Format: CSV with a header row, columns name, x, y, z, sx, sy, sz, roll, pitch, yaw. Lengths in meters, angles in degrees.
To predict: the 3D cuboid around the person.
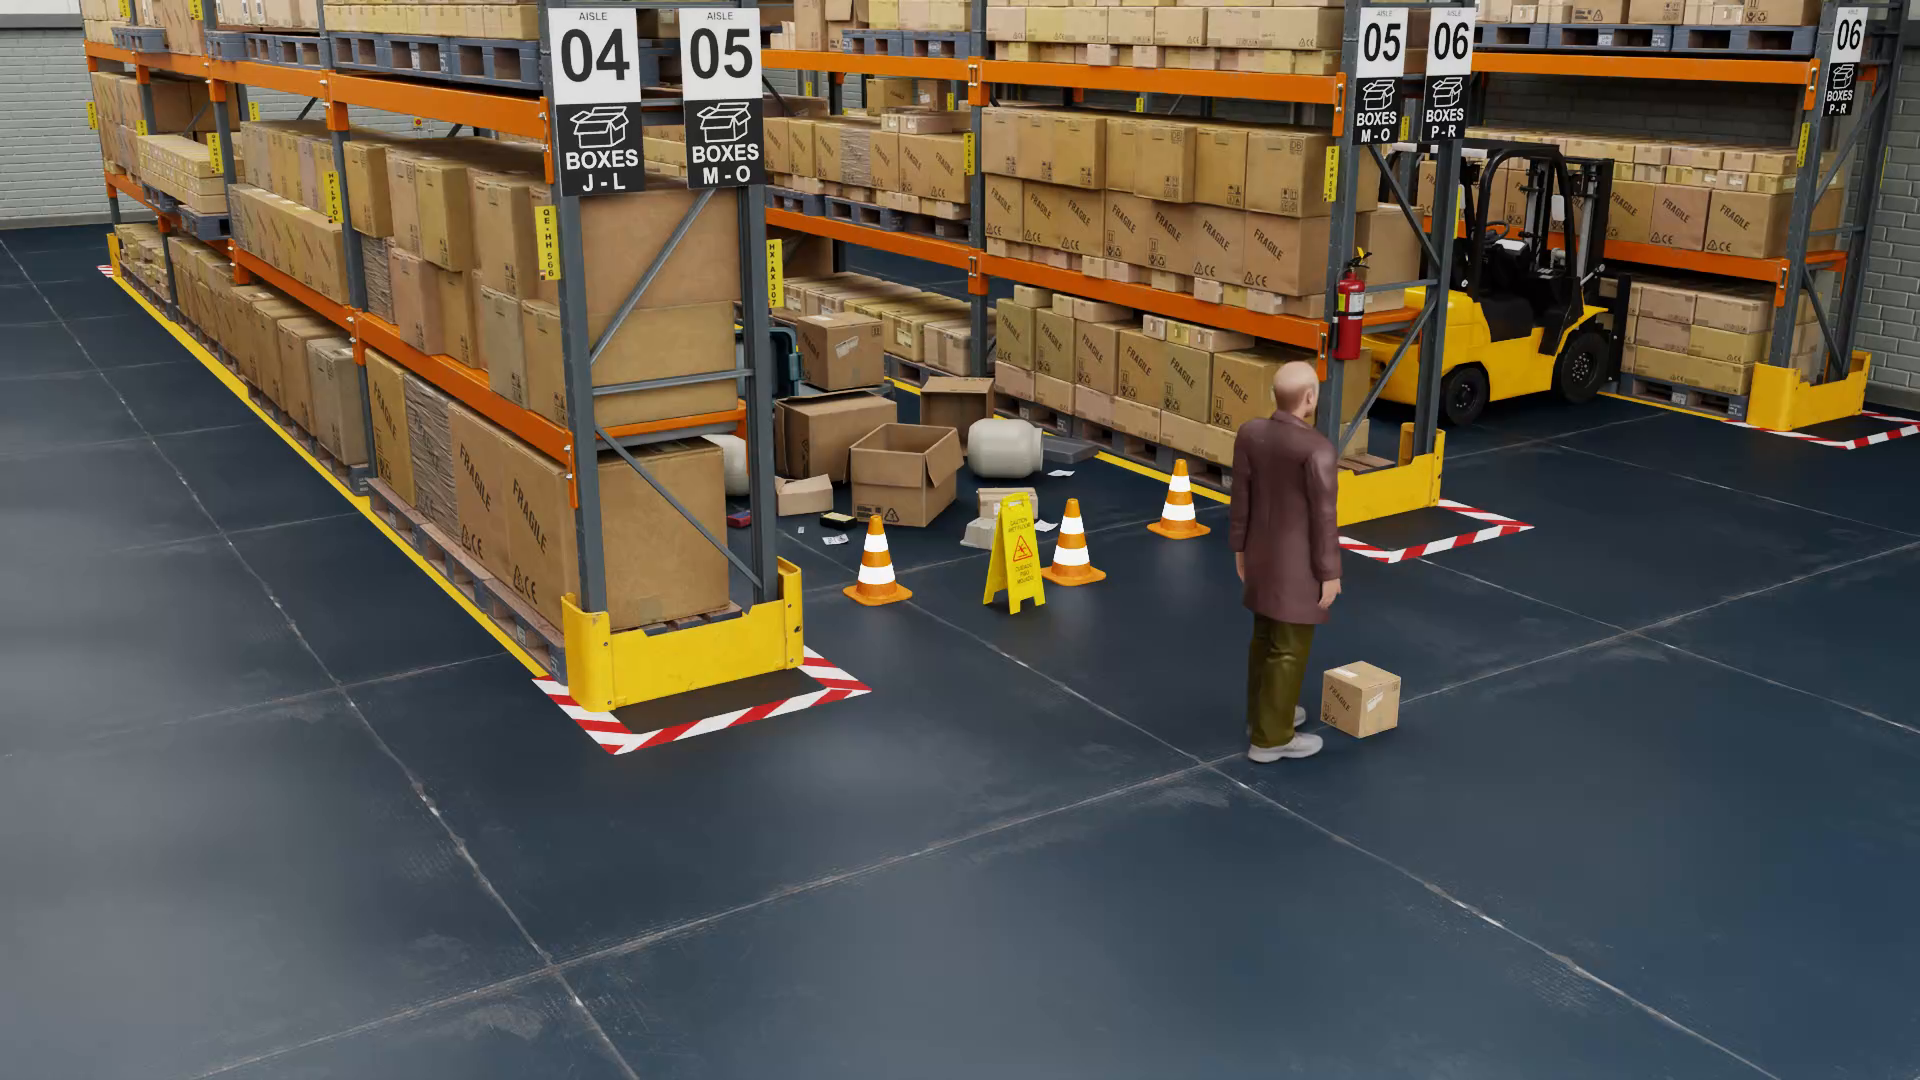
name,x,y,z,sx,sy,sz,roll,pitch,yaw
person,1.491,0.191,7.329,0.544,1.561,0.611,-11,21,-31
